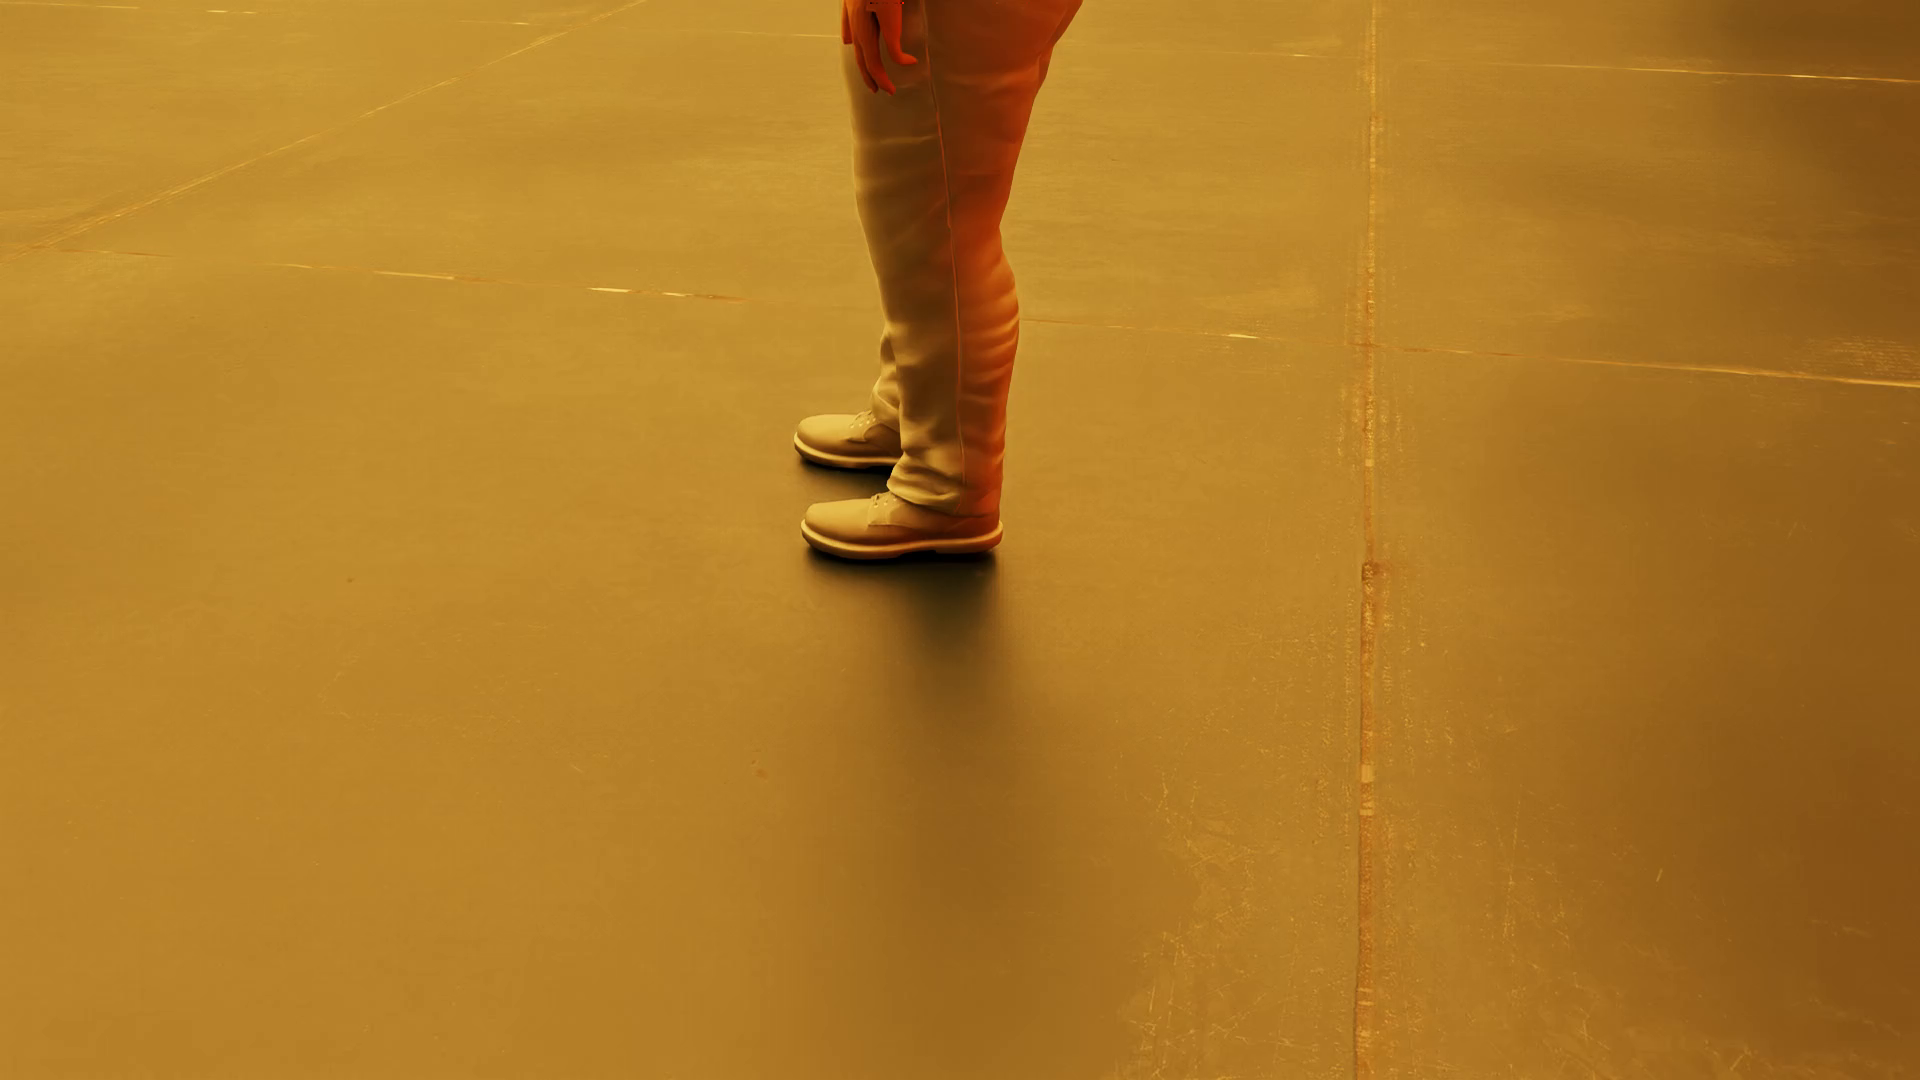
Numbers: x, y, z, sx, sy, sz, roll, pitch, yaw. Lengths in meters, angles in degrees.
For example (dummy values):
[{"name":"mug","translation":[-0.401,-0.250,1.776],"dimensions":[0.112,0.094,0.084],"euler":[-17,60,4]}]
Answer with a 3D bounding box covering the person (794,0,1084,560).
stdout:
[{"name":"person","translation":[-0.070,-0.768,2.156],"dimensions":[0.529,1.670,0.599],"euler":[6,27,11]}]
